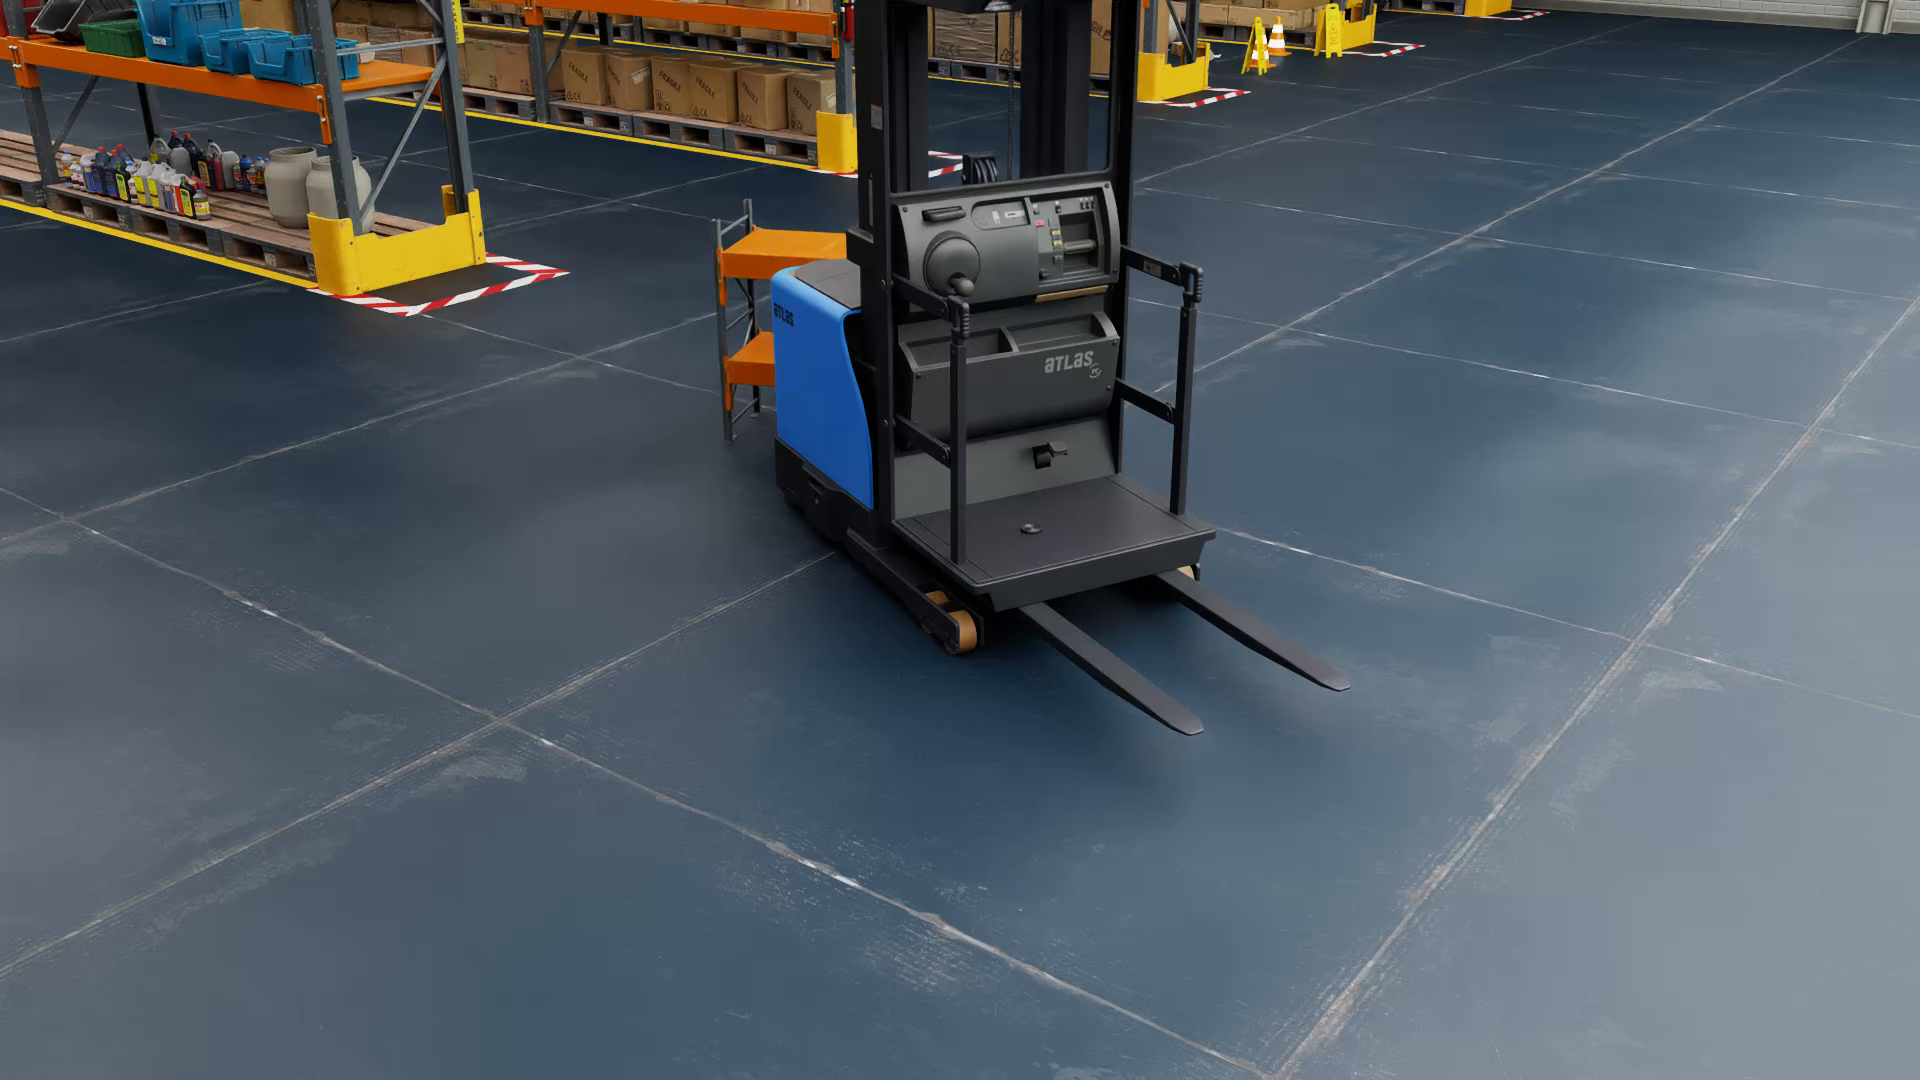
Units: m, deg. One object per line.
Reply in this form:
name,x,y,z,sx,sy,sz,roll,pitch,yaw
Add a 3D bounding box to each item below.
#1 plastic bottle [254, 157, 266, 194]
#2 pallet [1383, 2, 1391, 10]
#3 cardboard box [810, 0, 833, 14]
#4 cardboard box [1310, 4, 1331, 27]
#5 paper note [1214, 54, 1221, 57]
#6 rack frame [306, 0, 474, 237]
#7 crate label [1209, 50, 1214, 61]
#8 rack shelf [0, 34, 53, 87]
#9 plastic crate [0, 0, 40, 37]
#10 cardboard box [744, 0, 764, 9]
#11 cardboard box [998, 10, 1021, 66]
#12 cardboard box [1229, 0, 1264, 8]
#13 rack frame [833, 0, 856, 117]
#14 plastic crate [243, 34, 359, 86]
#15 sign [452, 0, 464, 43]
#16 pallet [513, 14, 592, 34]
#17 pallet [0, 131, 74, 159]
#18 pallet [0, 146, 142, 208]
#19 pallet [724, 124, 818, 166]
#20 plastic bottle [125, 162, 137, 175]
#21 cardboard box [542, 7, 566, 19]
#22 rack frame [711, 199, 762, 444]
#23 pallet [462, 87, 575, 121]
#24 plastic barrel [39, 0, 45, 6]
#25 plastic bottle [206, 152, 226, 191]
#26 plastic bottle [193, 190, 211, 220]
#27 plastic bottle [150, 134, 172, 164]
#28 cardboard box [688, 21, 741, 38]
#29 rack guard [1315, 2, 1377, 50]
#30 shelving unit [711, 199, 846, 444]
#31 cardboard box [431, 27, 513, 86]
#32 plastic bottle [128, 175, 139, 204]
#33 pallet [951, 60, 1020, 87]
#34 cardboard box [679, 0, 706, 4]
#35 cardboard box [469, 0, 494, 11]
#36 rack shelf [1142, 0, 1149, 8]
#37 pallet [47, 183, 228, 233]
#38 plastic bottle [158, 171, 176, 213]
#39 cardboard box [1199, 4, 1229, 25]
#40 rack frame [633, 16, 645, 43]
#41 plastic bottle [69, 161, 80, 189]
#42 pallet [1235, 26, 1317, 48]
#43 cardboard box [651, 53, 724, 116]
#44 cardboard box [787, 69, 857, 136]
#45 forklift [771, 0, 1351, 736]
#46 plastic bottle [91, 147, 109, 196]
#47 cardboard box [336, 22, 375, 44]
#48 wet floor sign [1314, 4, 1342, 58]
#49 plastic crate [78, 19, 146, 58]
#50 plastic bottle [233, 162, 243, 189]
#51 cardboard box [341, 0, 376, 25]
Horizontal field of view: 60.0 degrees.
plastic bottle,-5.320,-2.780,12.677,0.097,0.271,0.097,0,24,0
pallet,6.577,-8.769,26.891,1.213,0.211,1.003,17,29,33
cardboard box,-1.083,-4.666,14.432,0.250,0.149,0.380,17,29,33
cardboard box,4.733,-7.195,22.748,0.500,0.250,0.500,17,29,33
paper note,3.262,-6.204,21.293,0.142,0.019,0.148,7,25,15
rack frame,-3.702,-3.181,10.750,0.127,3.000,1.000,17,29,33
crate label,3.035,-6.084,20.888,0.298,0.136,0.250,3,24,6
rack shelf,-8.503,-4.303,14.188,4.000,0.370,1.077,17,29,33
plastic crate,-7.473,-4.196,12.974,0.583,0.464,0.402,17,29,33
cardboard box,-1.704,-4.836,14.818,0.250,0.149,0.380,17,29,33
cardboard box,1.037,-5.930,19.102,0.875,0.875,0.875,16,29,32
cardboard box,3.995,-7.488,22.484,0.500,0.500,0.500,18,30,35
rack frame,-0.731,-4.779,14.377,0.127,3.000,1.000,17,29,33
plastic crate,-4.282,-3.138,10.835,0.616,0.251,0.499,17,29,33
sign,-3.368,-3.484,11.094,0.005,0.325,0.100,17,29,33
pallet,-5.673,-7.498,24.006,1.213,0.211,1.003,17,29,33
pallet,-8.534,-3.345,14.579,1.213,0.211,1.003,17,29,33
pallet,-7.554,-3.050,13.910,1.213,0.211,1.003,17,29,33
pallet,-1.421,-3.729,15.452,1.213,0.211,1.003,17,29,33
plastic bottle,-6.214,-2.703,12.503,0.097,0.271,0.097,0,24,0
cardboard box,-5.606,-7.662,23.499,0.500,0.500,0.500,15,28,31
rack frame,-1.115,-1.098,8.347,0.032,1.125,0.500,5,24,11
pallet,-4.556,-4.658,17.560,1.213,0.211,1.003,17,29,33
plastic barrel,-7.536,-4.513,13.603,0.433,0.535,0.433,0,24,0
plastic bottle,-5.738,-2.844,12.809,0.133,0.283,0.061,17,29,33
plastic bottle,-5.434,-2.405,11.912,0.097,0.201,0.097,0,24,0
plastic bottle,-6.301,-3.028,13.142,0.185,0.351,0.144,17,29,33
cardboard box,-2.942,-7.066,21.835,0.750,0.750,1.050,17,29,34
rack guard,5.152,-6.851,22.179,0.348,0.500,1.175,17,29,33
shelving unit,-0.619,-1.054,8.246,1.048,1.125,0.538,5,24,11
cardboard box,-5.228,-5.216,17.922,0.500,0.500,0.700,14,27,29
plastic bottle,-6.142,-2.618,12.398,0.097,0.201,0.097,0,24,0
pallet,0.666,-5.542,19.567,1.213,0.211,1.003,17,29,33
cardboard box,-2.346,-4.995,15.179,0.250,0.149,0.380,17,29,33
cardboard box,-6.845,-8.041,24.359,0.500,0.500,0.500,18,30,35
rack shelf,0.724,-6.509,19.196,4.000,0.370,1.077,17,29,33
pallet,-6.390,-2.696,13.108,1.213,0.211,1.003,17,29,33
plastic bottle,-5.730,-2.542,12.132,0.135,0.276,0.152,16,28,32
cardboard box,3.572,-7.272,22.923,0.500,0.250,0.500,16,28,31
rack frame,-4.077,-8.289,22.344,0.127,3.000,1.000,17,29,33
plastic bottle,-6.829,-2.826,12.869,0.097,0.201,0.097,0,24,0
pallet,4.523,-6.927,22.709,1.213,0.211,1.003,17,29,33
cardboard box,-2.629,-4.424,16.150,0.500,0.500,0.500,14,27,29
cardboard box,-1.221,-3.984,15.151,0.500,0.500,0.500,-20,31,-38
forklift,0.300,-1.118,6.152,1.130,2.935,3.031,-12,27,-26
plastic bottle,-6.505,-2.808,12.643,0.185,0.351,0.144,18,29,35
cardboard box,-6.584,-5.616,18.829,0.500,0.500,0.700,15,28,31
wet floor sign,4.723,-6.508,21.220,0.267,0.644,0.232,-15,28,-30
plastic crate,-5.985,-3.632,12.036,0.662,0.188,0.450,17,29,33
plastic bottle,-5.564,-2.822,12.859,0.097,0.201,0.097,0,24,0
cardboard box,-6.578,-5.962,18.686,0.500,0.250,0.500,18,30,35
